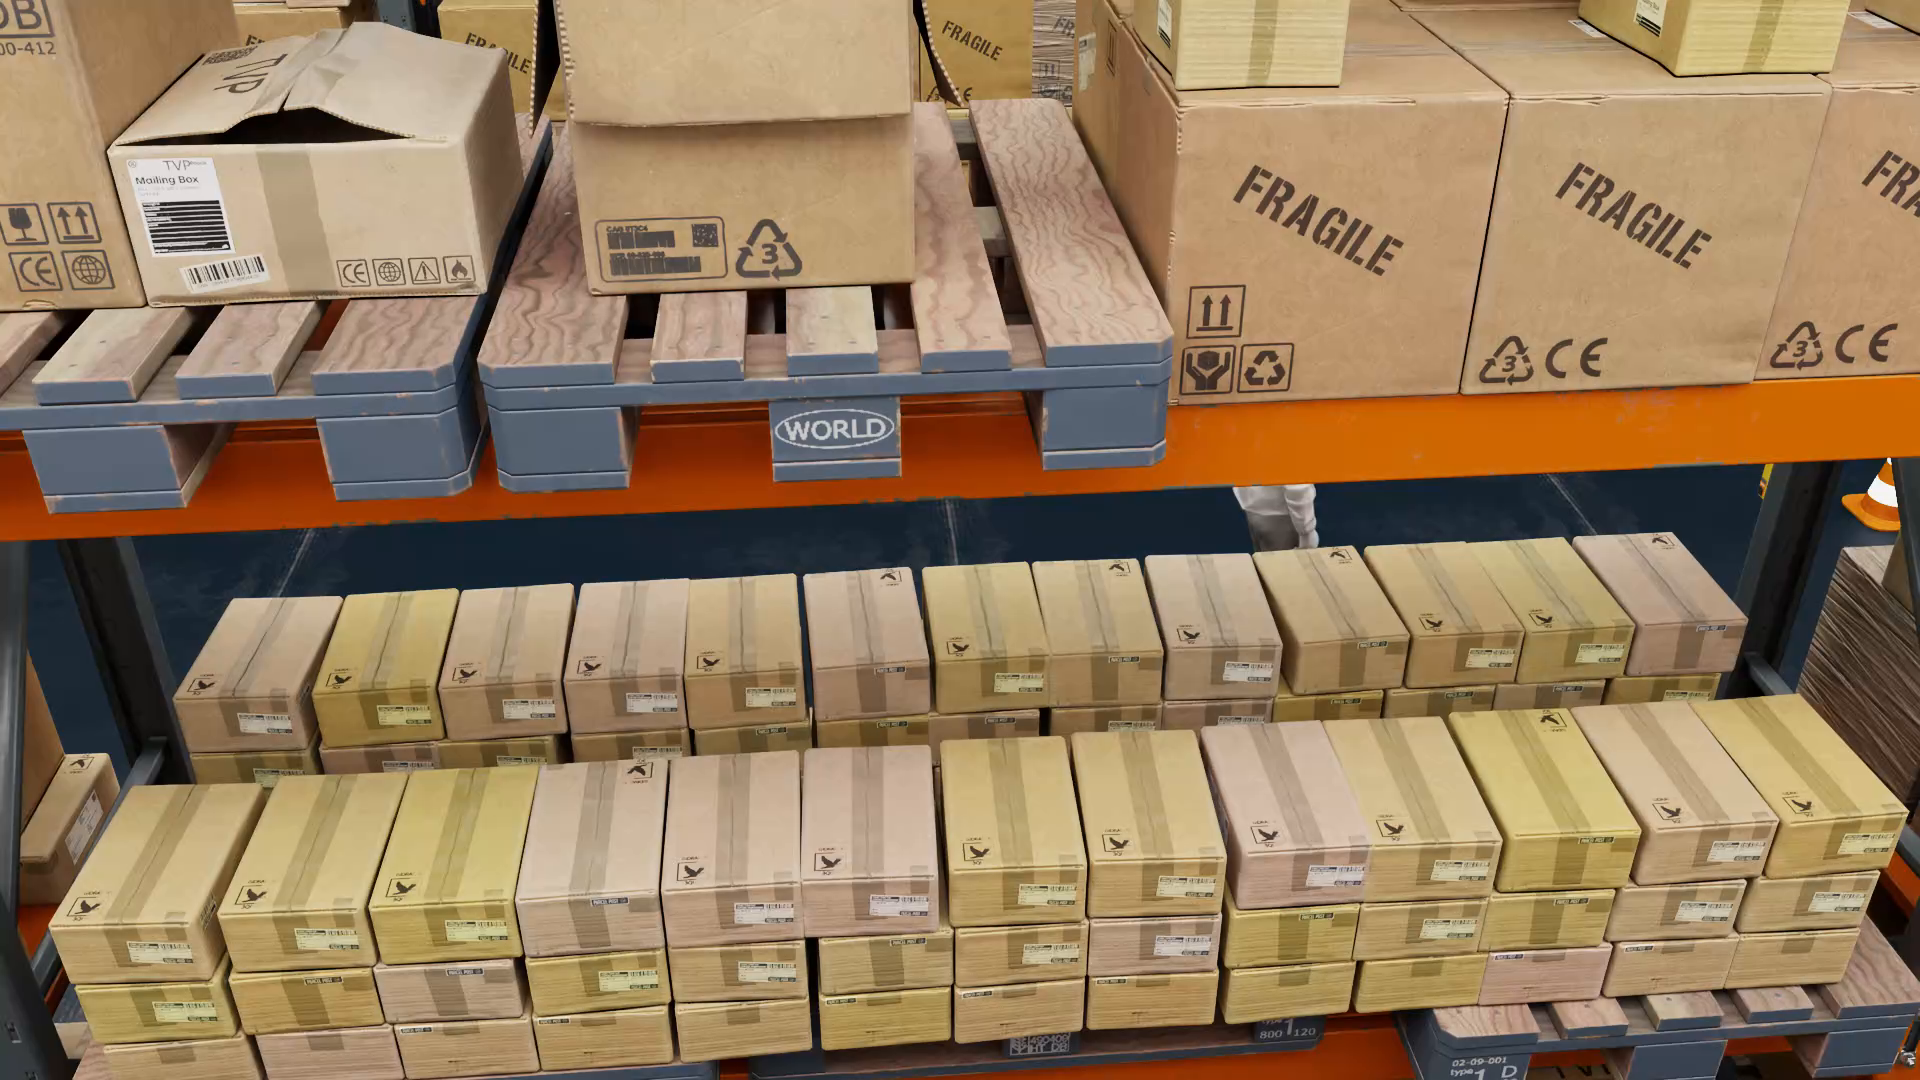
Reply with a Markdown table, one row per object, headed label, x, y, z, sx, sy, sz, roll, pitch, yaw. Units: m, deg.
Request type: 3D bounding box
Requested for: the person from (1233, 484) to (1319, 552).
| label | x | y | z | sx | sy | sz | roll | pitch | yaw |
| --- | --- | --- | --- | --- | --- | --- | --- | --- | --- |
| person | 1.237 | -0.142 | 6.364 | 0.371 | 1.663 | 0.530 | -3 | 31 | -4 |
